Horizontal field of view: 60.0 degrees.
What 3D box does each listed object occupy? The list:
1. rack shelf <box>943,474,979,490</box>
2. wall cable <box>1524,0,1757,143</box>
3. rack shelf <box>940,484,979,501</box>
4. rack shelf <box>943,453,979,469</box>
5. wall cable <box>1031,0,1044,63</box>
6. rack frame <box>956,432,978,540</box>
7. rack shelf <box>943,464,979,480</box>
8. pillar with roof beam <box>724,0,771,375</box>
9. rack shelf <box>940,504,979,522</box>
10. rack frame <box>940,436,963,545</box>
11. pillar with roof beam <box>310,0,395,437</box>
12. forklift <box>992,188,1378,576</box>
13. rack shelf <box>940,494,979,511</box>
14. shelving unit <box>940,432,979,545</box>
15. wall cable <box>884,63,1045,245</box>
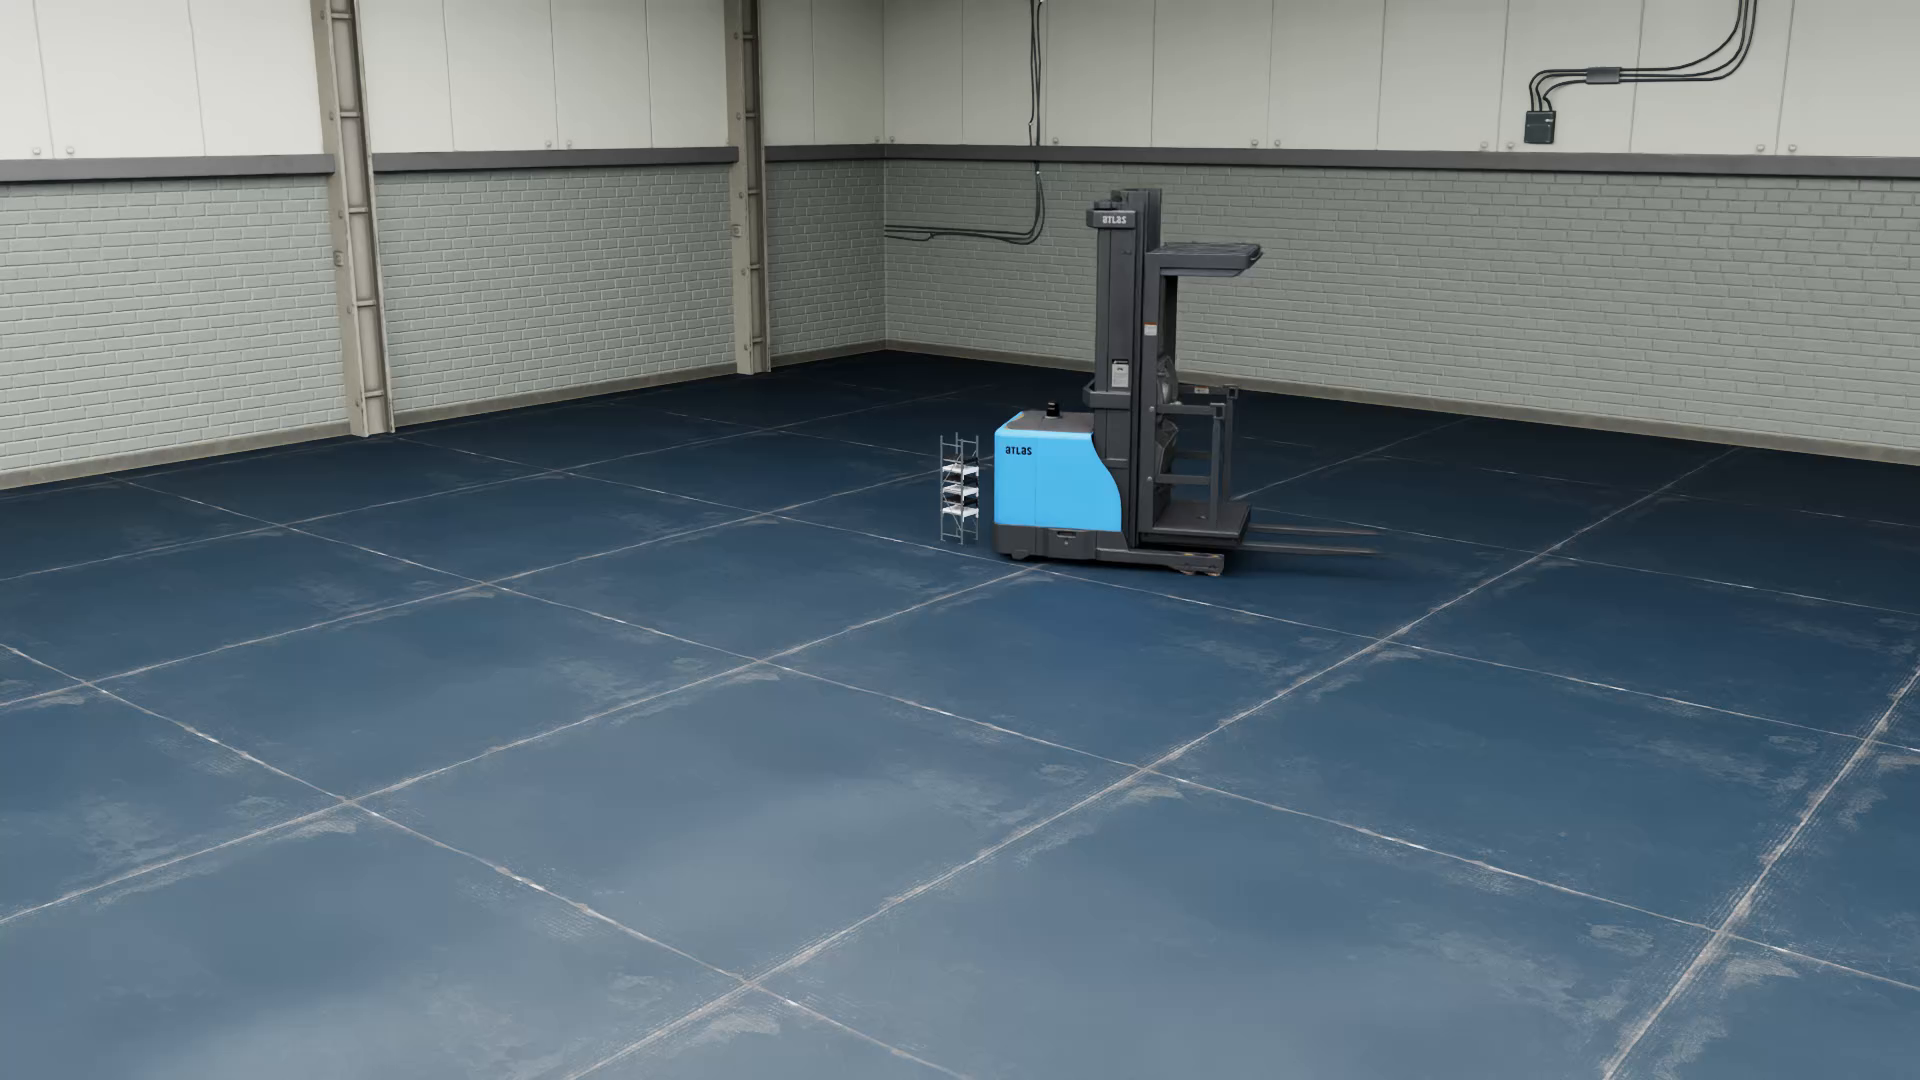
[{"bbox_3d":[-0.005,-0.490,13.992,0.258,0.077,0.200,11,18,38],"label":"rack shelf"},{"bbox_3d":[7.343,-7.264,17.533,2.305,6.003,0.169,11,18,38],"label":"wall cable"},{"bbox_3d":[-0.005,-0.402,14.014,0.258,0.077,0.200,11,18,38],"label":"rack shelf"},{"bbox_3d":[-0.005,-0.664,13.948,0.258,0.077,0.200,11,18,38],"label":"rack shelf"},{"bbox_3d":[2.073,-7.612,21.859,3.097,2.526,0.112,11,18,38],"label":"wall cable"},{"bbox_3d":[0.059,-0.454,14.083,0.240,0.900,0.006,11,18,38],"label":"rack frame"},{"bbox_3d":[-0.005,-0.577,13.970,0.258,0.077,0.200,11,18,38],"label":"rack shelf"},{"bbox_3d":[0.437,-6.062,19.709,9.100,9.000,0.400,11,18,38],"label":"pillar with roof beam"},{"bbox_3d":[-0.005,-0.228,14.059,0.258,0.077,0.200,11,18,38],"label":"rack shelf"},{"bbox_3d":[-0.069,-0.415,13.929,0.240,0.900,0.006,11,18,38],"label":"rack frame"},{"bbox_3d":[-3.334,-4.913,15.186,9.100,9.000,0.400,11,18,38],"label":"pillar with roof beam"},{"bbox_3d":[1.837,-1.281,13.212,3.031,2.935,1.130,4,15,14],"label":"forklift"},{"bbox_3d":[-0.005,-0.315,14.036,0.258,0.077,0.200,11,18,38],"label":"rack shelf"},{"bbox_3d":[-0.005,-0.435,14.006,0.258,0.900,0.210,11,18,38],"label":"shelving unit"},{"bbox_3d":[-0.031,-5.583,24.129,3.097,2.526,0.112,11,18,38],"label":"wall cable"}]
